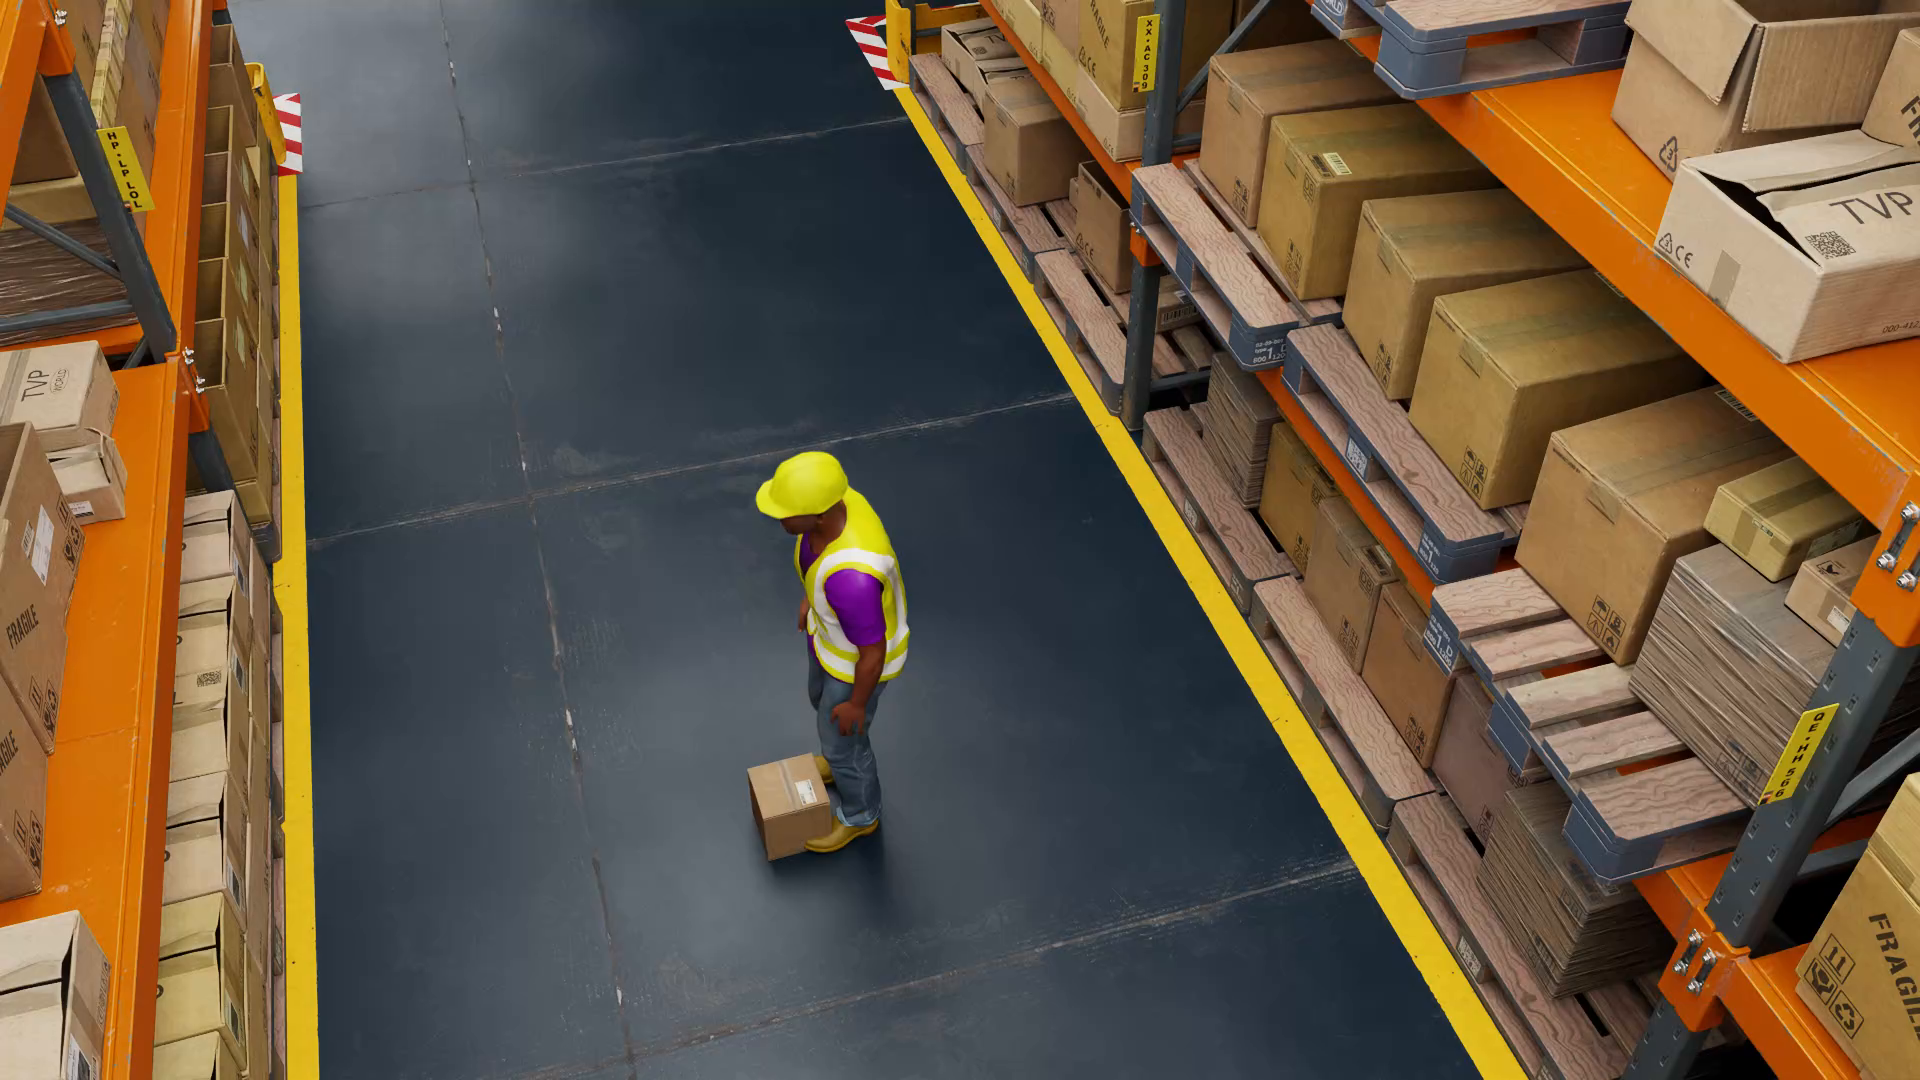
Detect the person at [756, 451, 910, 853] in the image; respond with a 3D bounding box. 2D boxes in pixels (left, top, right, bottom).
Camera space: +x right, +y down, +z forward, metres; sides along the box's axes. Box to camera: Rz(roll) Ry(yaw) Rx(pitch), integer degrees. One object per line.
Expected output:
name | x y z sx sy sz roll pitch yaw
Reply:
person | -0.418 0.375 5.729 0.458 1.761 0.626 -12 43 -13
